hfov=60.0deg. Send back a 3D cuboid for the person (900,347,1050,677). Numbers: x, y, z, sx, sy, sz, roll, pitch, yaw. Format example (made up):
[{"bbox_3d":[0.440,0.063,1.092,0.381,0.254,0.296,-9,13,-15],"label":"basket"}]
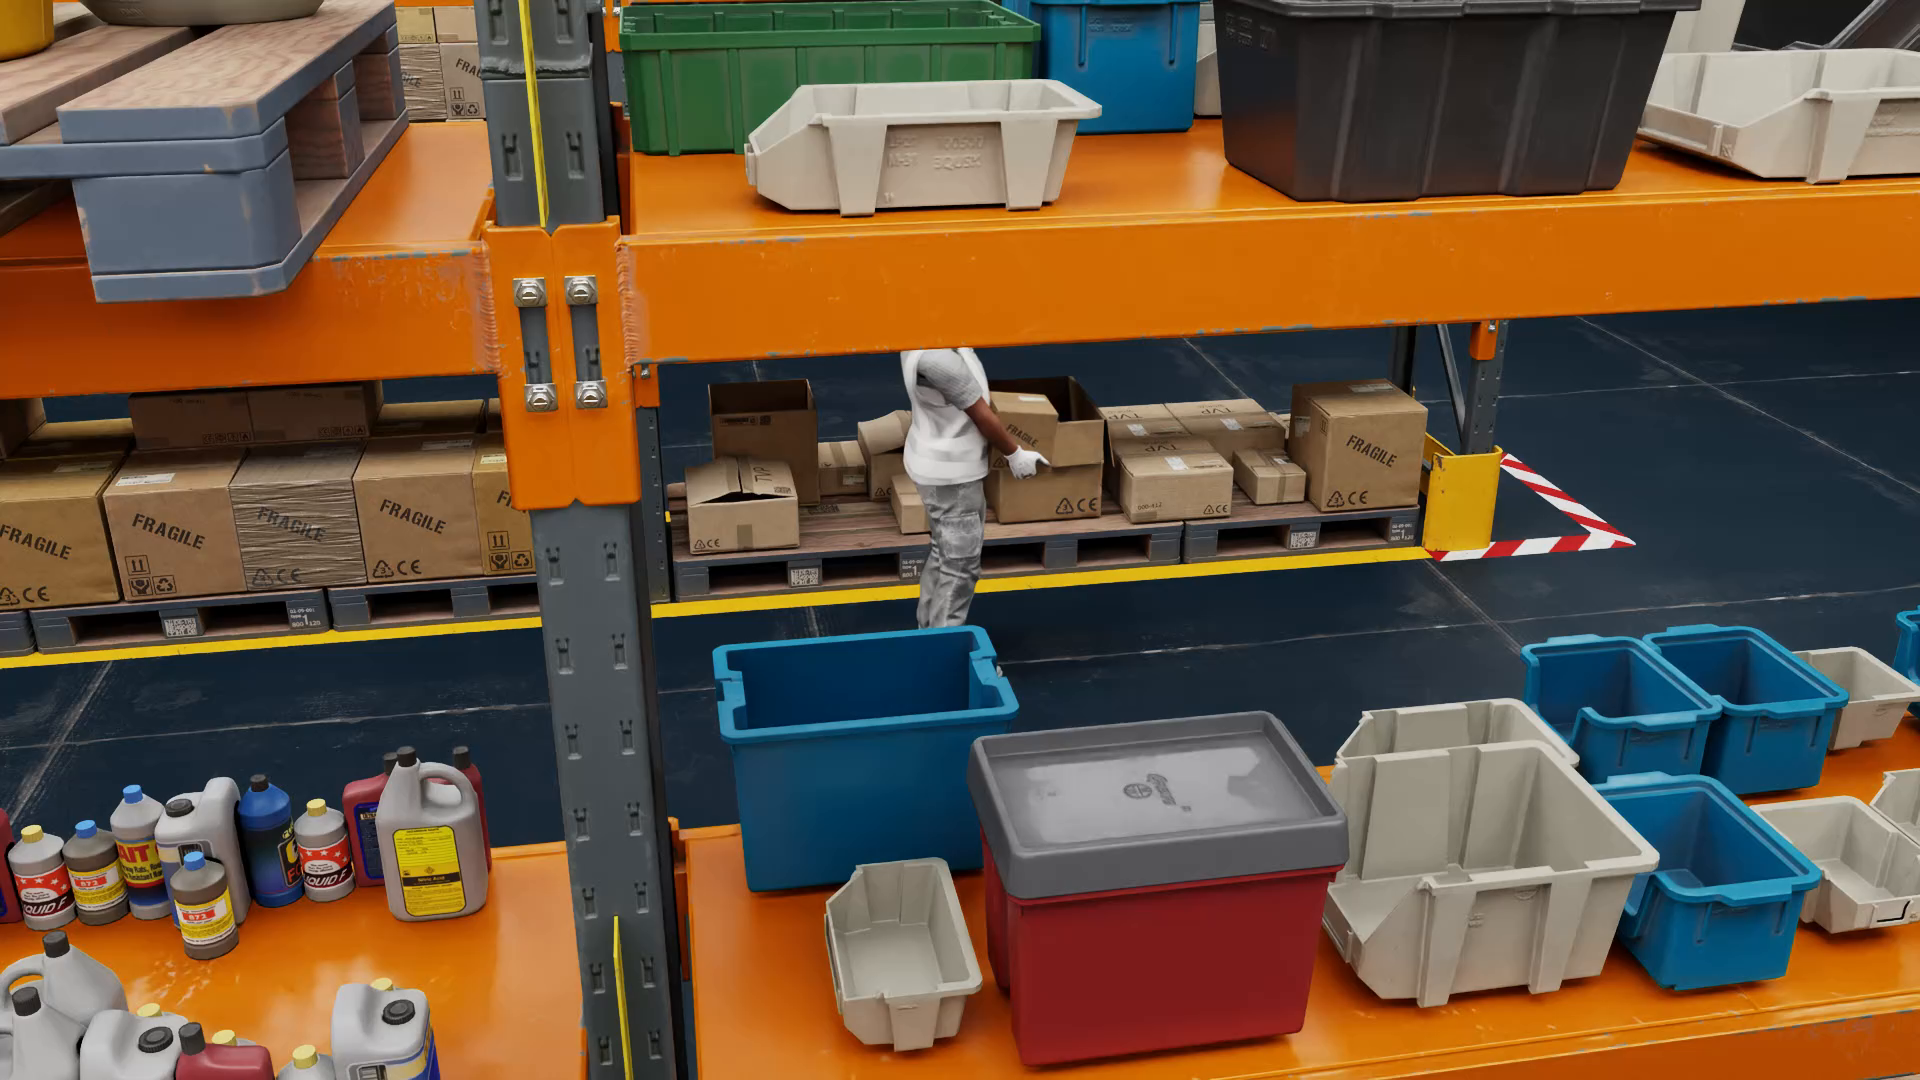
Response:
[{"bbox_3d":[0.051,-0.286,6.748,0.573,1.778,0.488,-4,23,-9],"label":"person"}]
